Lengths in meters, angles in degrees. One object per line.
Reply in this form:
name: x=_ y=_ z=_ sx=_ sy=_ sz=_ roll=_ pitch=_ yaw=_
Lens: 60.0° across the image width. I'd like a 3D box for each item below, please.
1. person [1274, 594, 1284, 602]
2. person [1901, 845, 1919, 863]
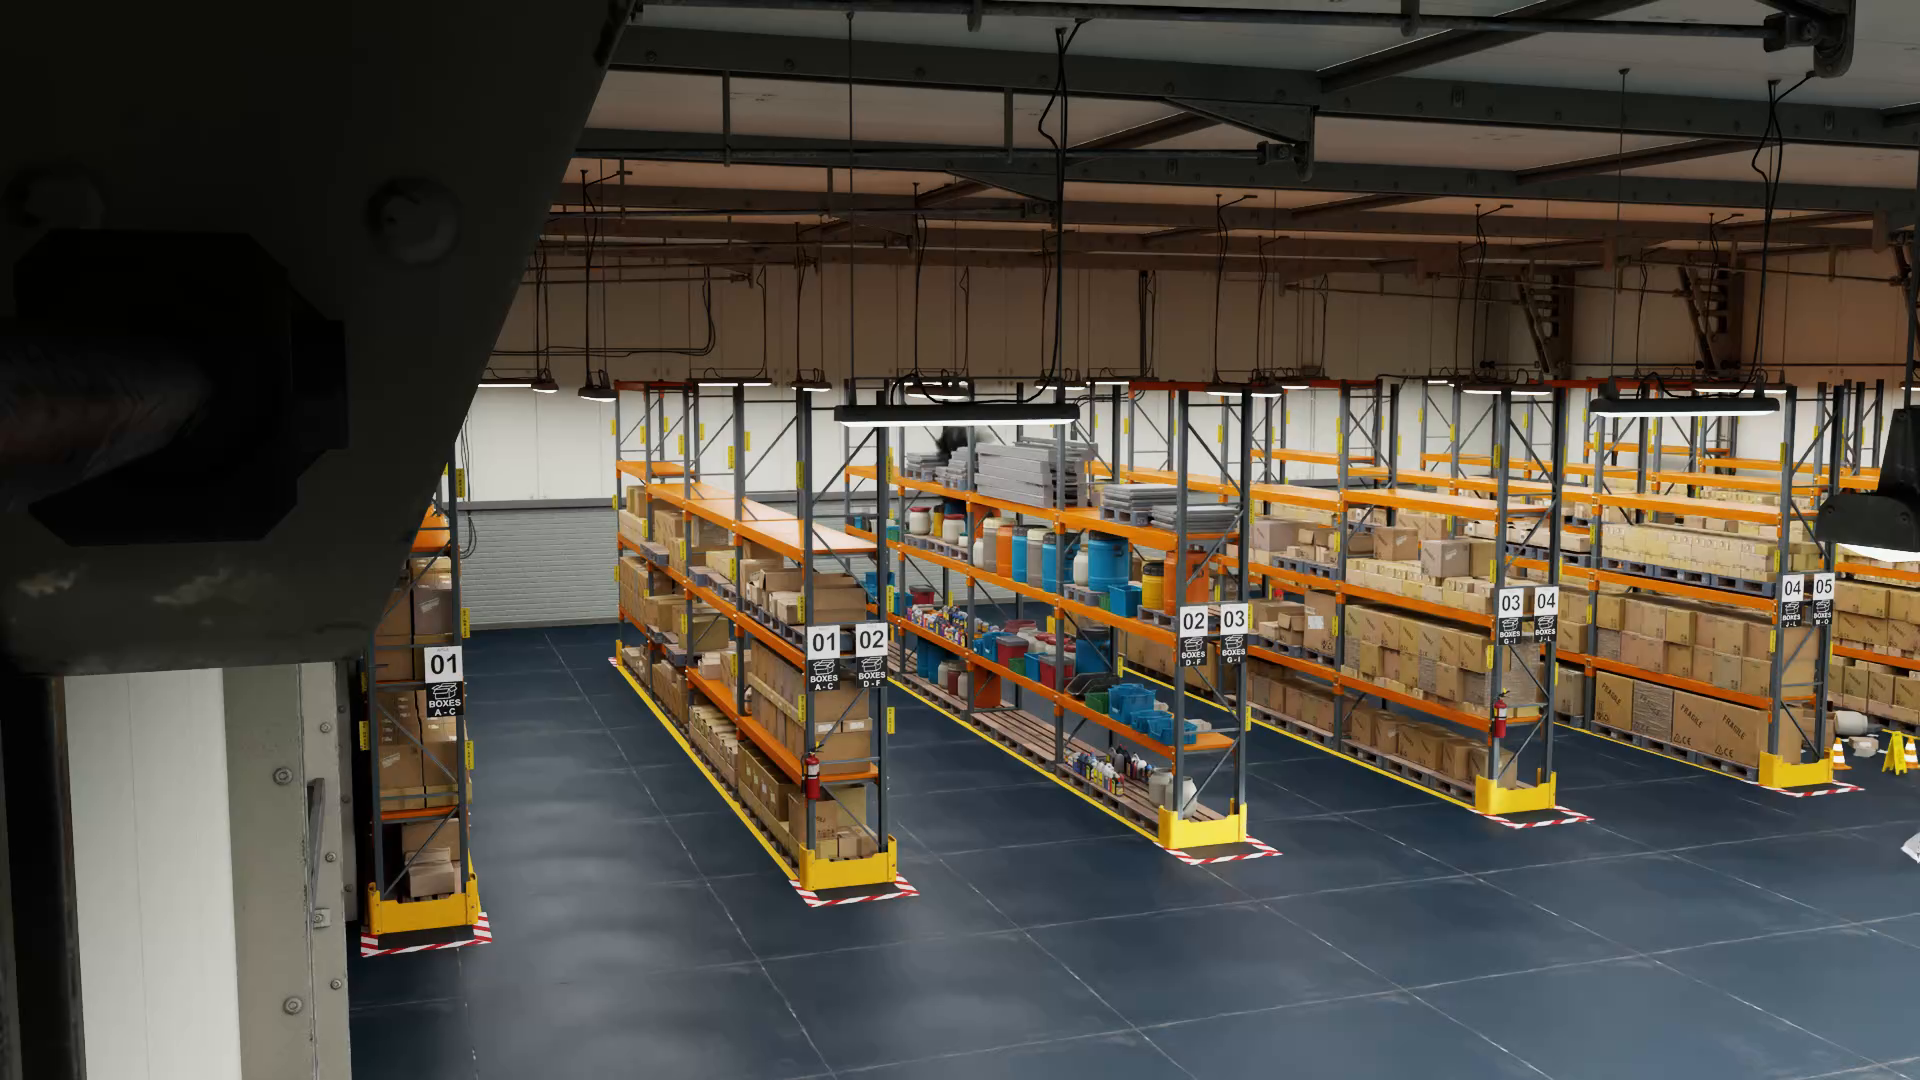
person: x=6.413 y=1.916 z=33.705 sx=0.661 sy=1.778 sz=0.832 roll=-3 pitch=7 yaw=-28
person: x=12.295 y=3.285 z=20.700 sx=0.946 sy=1.664 sz=0.567 roll=2 pitch=6 yaw=21
